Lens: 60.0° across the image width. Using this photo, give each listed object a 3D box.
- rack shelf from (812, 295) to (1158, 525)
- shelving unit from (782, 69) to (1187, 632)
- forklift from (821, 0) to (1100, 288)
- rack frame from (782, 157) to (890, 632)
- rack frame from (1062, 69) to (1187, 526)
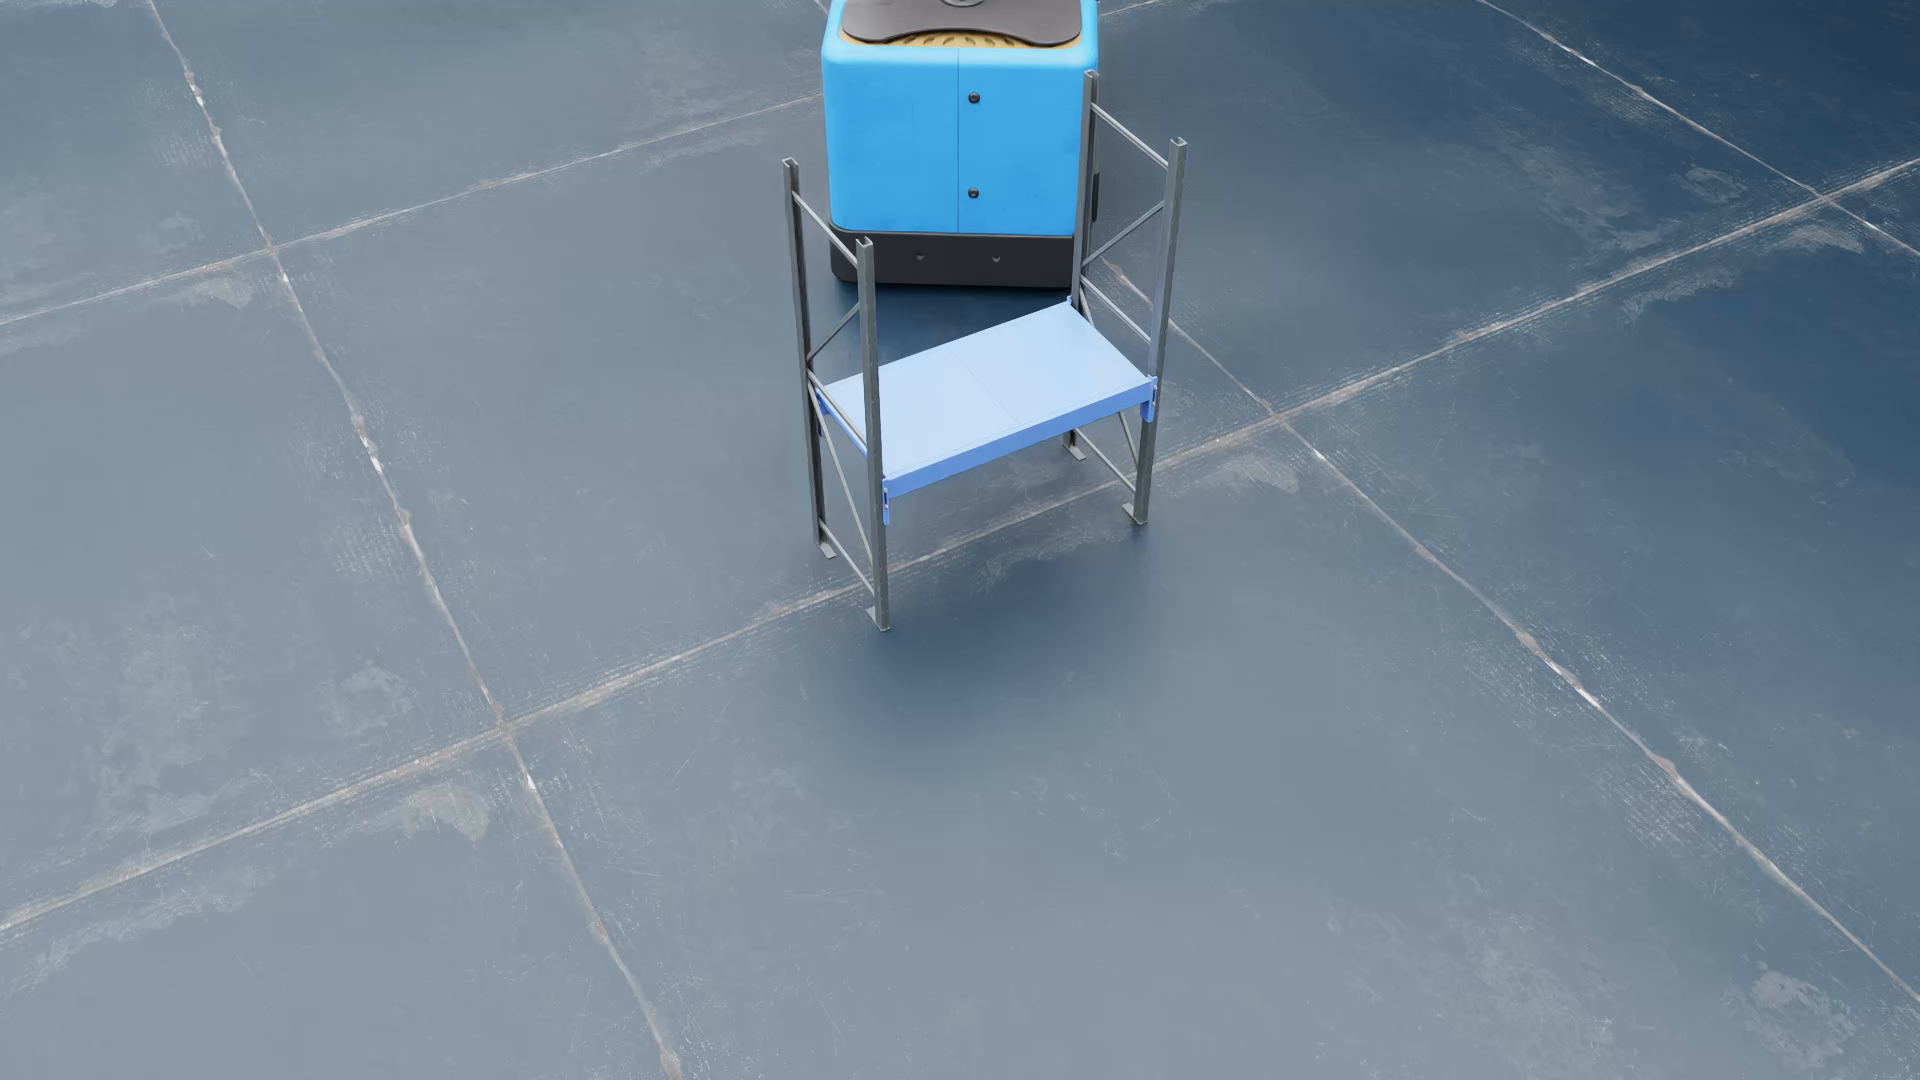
[{"bbox_3d":[0.074,-0.439,5.383,1.000,0.185,0.538,-22,48,-21],"label":"rack shelf"},{"bbox_3d":[0.074,-0.568,5.258,1.048,1.500,0.538,-22,48,-21],"label":"shelving unit"},{"bbox_3d":[0.062,-3.081,6.820,1.130,2.935,3.031,2,44,2],"label":"forklift"},{"bbox_3d":[-0.367,-0.391,5.076,0.032,1.500,0.500,-22,48,-21],"label":"rack frame"},{"bbox_3d":[0.515,-0.744,5.440,0.032,1.500,0.500,-22,48,-21],"label":"rack frame"}]
